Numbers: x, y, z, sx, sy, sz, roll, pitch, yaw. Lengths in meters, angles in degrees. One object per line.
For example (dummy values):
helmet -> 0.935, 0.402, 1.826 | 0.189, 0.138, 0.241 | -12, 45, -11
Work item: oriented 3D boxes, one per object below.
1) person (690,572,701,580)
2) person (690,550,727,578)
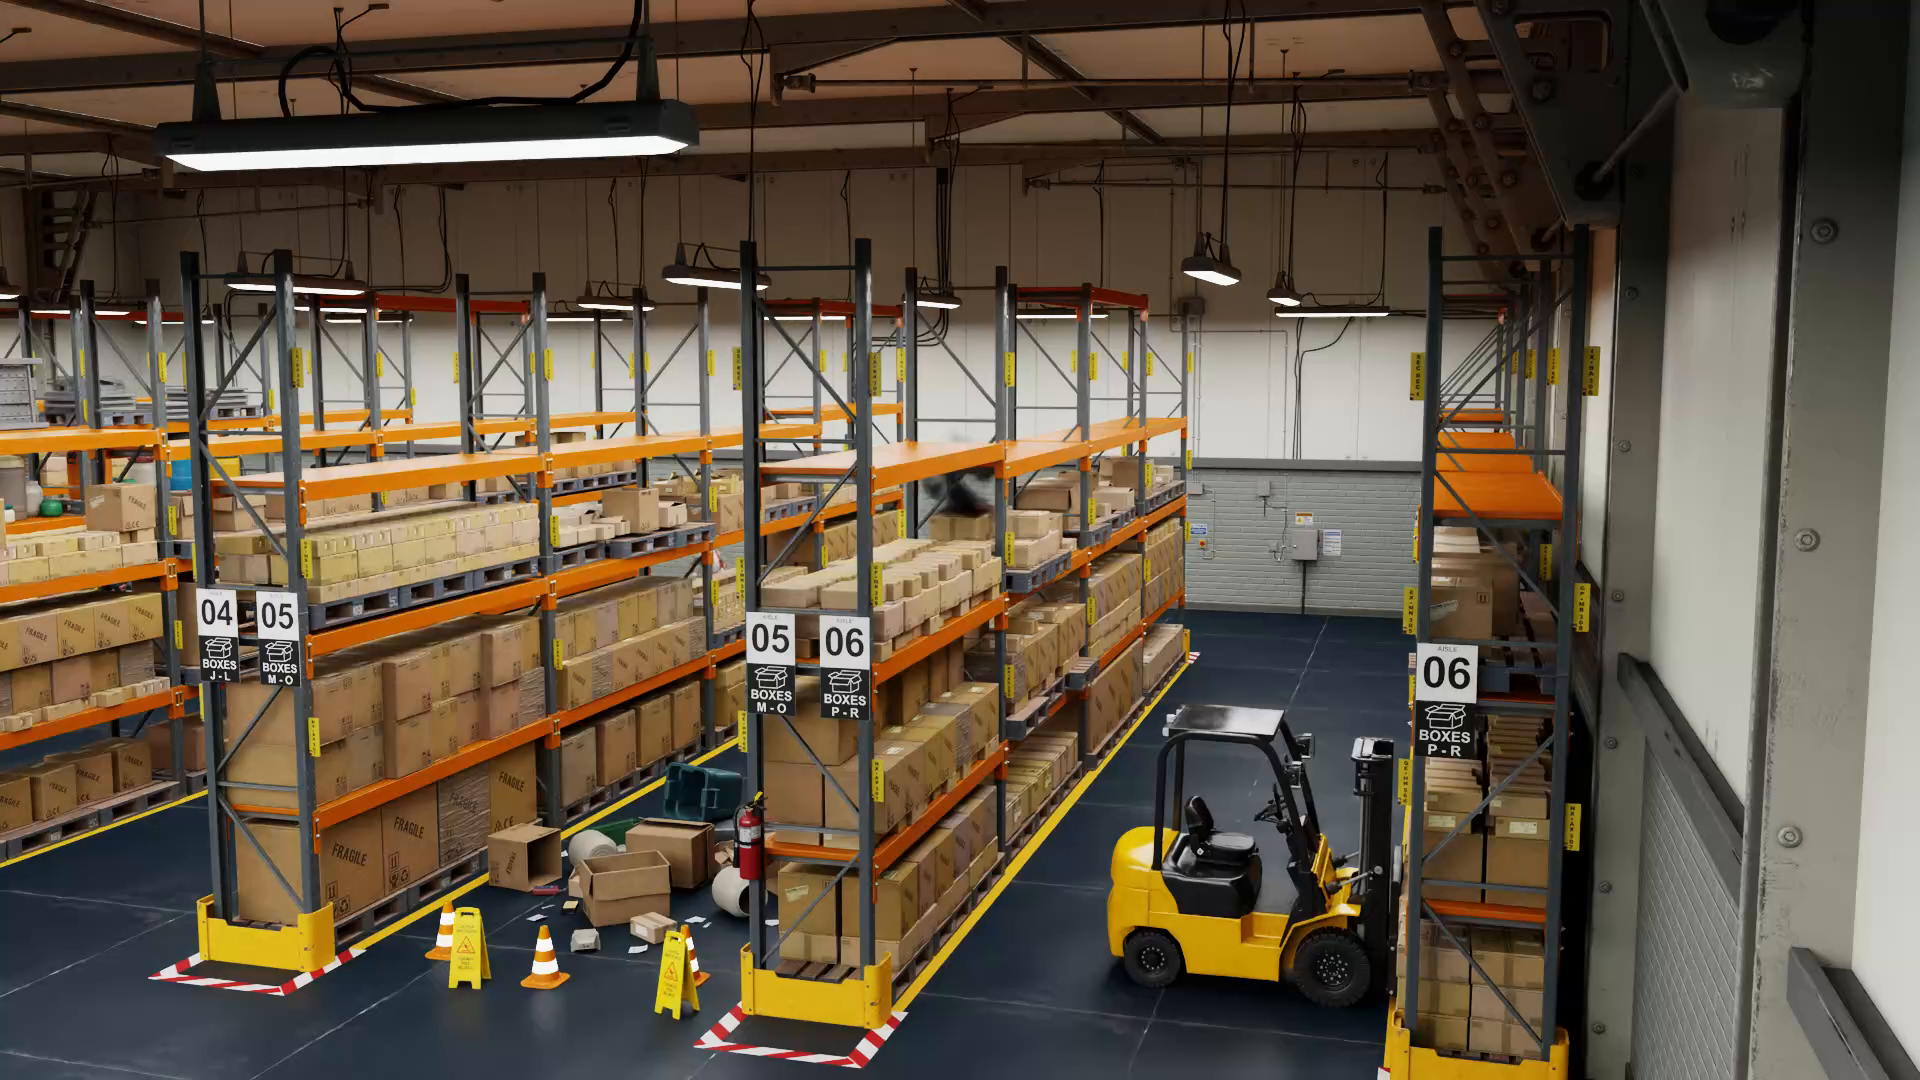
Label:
person -> -4.171, 1.366, 26.682 | 0.582, 1.716, 0.812 | 3, 7, 24
person -> -4.679, 0.792, 31.334 | 0.728, 1.727, 0.863 | -4, 8, -32
